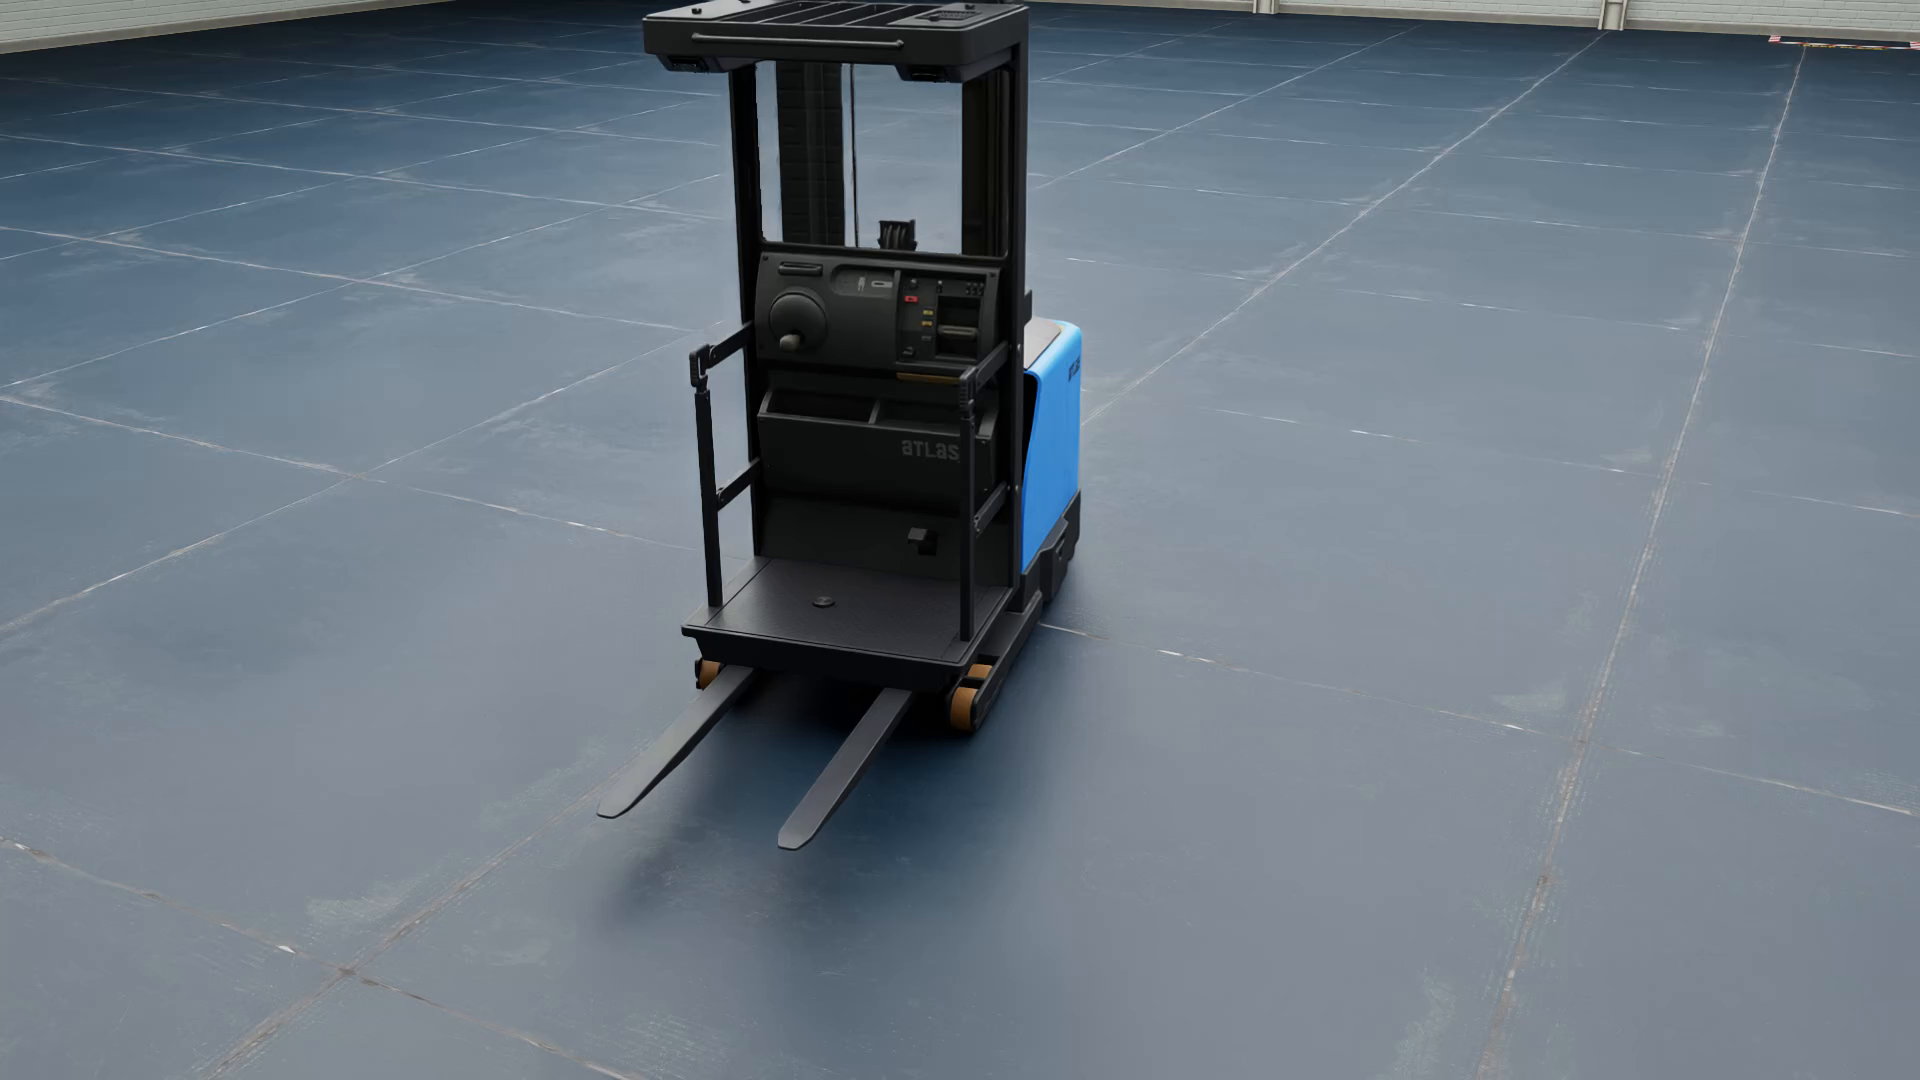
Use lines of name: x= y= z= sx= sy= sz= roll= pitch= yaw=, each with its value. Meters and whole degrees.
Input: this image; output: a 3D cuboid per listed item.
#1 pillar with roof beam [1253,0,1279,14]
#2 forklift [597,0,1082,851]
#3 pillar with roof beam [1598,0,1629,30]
pillar with roof beam: x=3.655 y=-12.290 z=25.149 sx=0.400 sy=9.000 sz=9.100 roll=11 pitch=25 yaw=25
forklift: x=-0.371 y=-0.818 z=5.929 sx=1.130 sy=2.935 sz=3.031 roll=7 pitch=24 yaw=16
pillar with roof beam: x=9.009 y=-11.230 z=22.658 sx=0.400 sy=9.000 sz=9.100 roll=11 pitch=25 yaw=25
